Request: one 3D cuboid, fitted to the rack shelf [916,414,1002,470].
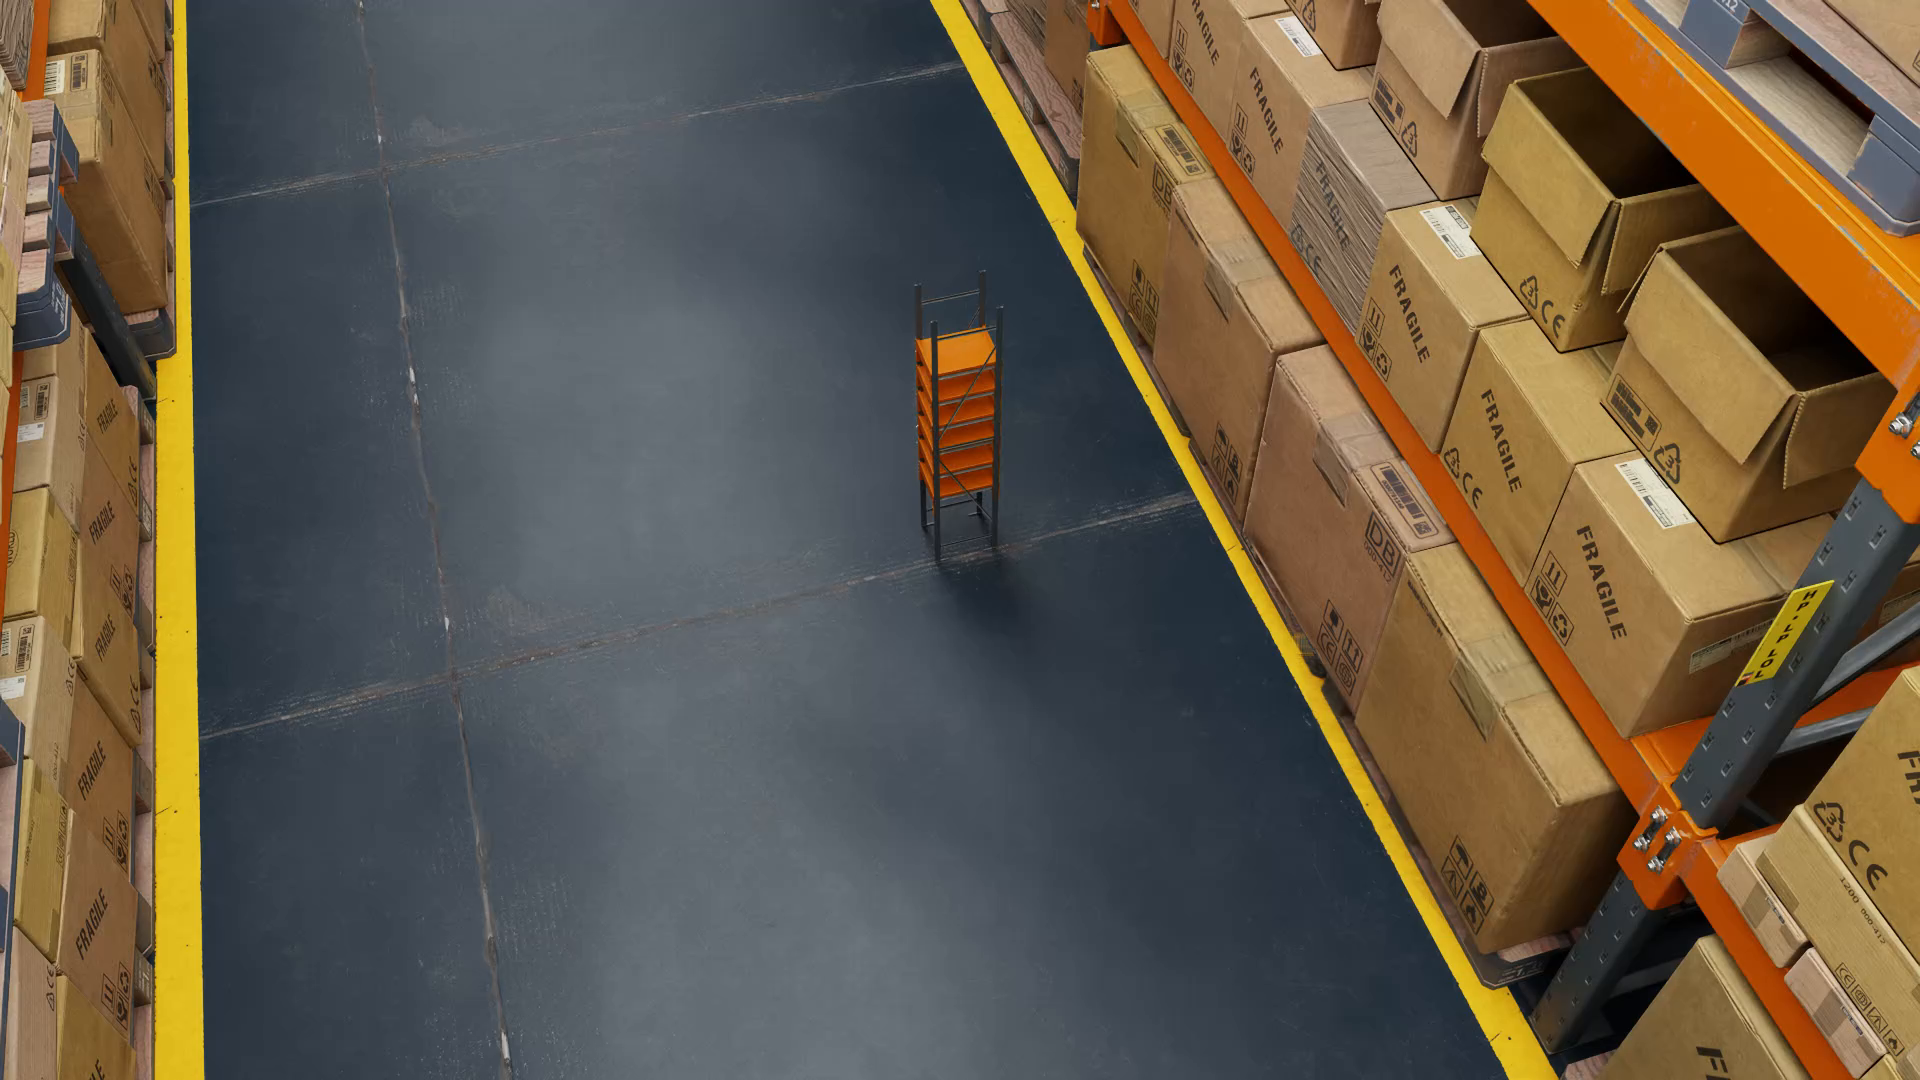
[{"bbox_3d":[-0.004,-0.369,5.834,0.258,0.103,0.180,-13,51,-11],"label":"rack shelf"}]

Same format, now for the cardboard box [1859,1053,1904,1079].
[{"bbox_3d":[2.135,1.170,3.466,0.380,0.149,0.250,-12,51,-10],"label":"cardboard box"}]

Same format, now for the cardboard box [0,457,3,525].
[{"bbox_3d":[-2.698,-0.122,4.281,0.380,0.149,0.250,-15,52,-13],"label":"cardboard box"}]

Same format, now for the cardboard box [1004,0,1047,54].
[{"bbox_3d":[0.633,-2.731,7.938,0.700,0.500,0.500,-17,52,-14],"label":"cardboard box"}]

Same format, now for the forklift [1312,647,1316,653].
[{"bbox_3d":[2.734,-0.579,4.821,3.031,2.935,1.130,4,50,3],"label":"forklift"}]

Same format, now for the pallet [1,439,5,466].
[{"bbox_3d":[-3.117,0.038,4.382,1.003,0.211,1.213,-13,51,-11],"label":"pallet"}]

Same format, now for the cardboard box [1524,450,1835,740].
[{"bbox_3d":[1.810,0.101,4.137,0.500,0.500,0.500,-13,51,-11],"label":"cardboard box"}]

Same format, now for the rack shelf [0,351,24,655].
[{"bbox_3d":[-3.150,0.232,4.563,1.077,0.370,4.000,-13,51,-11],"label":"rack shelf"}]

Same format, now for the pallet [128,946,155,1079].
[{"bbox_3d":[-2.790,1.792,4.602,1.003,0.211,1.213,-13,51,-11],"label":"pallet"}]

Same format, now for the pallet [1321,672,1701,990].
[{"bbox_3d":[1.909,0.766,5.466,1.003,0.211,1.213,-13,51,-11],"label":"pallet"}]

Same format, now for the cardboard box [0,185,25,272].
[{"bbox_3d":[-3.008,-0.889,4.927,0.380,0.149,0.250,-13,51,-10],"label":"cardboard box"}]

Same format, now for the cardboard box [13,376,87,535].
[{"bbox_3d":[-3.129,-0.225,5.348,0.500,0.250,0.500,-13,51,-10],"label":"cardboard box"}]

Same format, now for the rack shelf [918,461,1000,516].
[{"bbox_3d":[-0.004,-0.214,6.018,0.258,0.103,0.180,-13,51,-11],"label":"rack shelf"}]

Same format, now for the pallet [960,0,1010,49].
[{"bbox_3d":[0.440,-3.070,8.700,1.003,0.211,1.213,-13,51,-11],"label":"pallet"}]

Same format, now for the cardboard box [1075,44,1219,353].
[{"bbox_3d":[1.211,-1.450,6.625,1.225,0.875,0.875,-15,52,-13],"label":"cardboard box"}]

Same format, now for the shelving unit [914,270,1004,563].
[{"bbox_3d":[-0.004,-0.397,5.800,0.258,1.200,0.189,-13,51,-11],"label":"shelving unit"}]

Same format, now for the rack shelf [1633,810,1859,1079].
[{"bbox_3d":[2.801,2.106,2.983,1.077,0.370,4.000,-13,51,-11],"label":"rack shelf"}]

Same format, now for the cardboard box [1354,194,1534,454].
[{"bbox_3d":[1.509,-0.642,4.764,0.500,0.500,0.500,-14,51,-11],"label":"cardboard box"}]

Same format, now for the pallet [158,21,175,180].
[{"bbox_3d":[-4.260,-2.044,7.835,1.003,0.211,1.213,-13,51,-11],"label":"pallet"}]

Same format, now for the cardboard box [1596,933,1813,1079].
[{"bbox_3d":[2.328,1.463,4.170,0.875,0.875,0.875,-13,51,-11],"label":"cardboard box"}]

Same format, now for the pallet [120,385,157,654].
[{"bbox_3d":[-3.512,0.009,6.104,1.003,0.211,1.213,-13,51,-11],"label":"pallet"}]

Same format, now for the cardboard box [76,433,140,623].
[{"bbox_3d":[-3.147,0.011,5.639,0.500,0.500,0.500,-11,51,-10],"label":"cardboard box"}]

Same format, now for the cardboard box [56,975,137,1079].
[{"bbox_3d":[-2.524,1.532,4.357,0.500,0.500,0.500,-12,51,-10],"label":"cardboard box"}]

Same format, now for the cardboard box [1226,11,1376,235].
[{"bbox_3d":[1.220,-1.374,5.381,0.500,0.500,0.500,-14,51,-12],"label":"cardboard box"}]

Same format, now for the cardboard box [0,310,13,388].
[{"bbox_3d":[-2.857,-0.510,4.608,0.380,0.149,0.250,-15,52,-13],"label":"cardboard box"}]

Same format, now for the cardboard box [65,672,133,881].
[{"bbox_3d":[-2.850,0.766,5.003,0.500,0.500,0.500,-13,51,-10],"label":"cardboard box"}]

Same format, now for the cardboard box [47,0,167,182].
[{"bbox_3d":[-4.097,-1.974,7.149,1.050,0.750,0.750,-13,51,-10],"label":"cardboard box"}]

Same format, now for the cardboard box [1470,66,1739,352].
[{"bbox_3d":[1.821,-0.911,4.334,0.797,0.503,0.637,-13,51,-11],"label":"cardboard box"}]

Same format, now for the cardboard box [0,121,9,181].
[{"bbox_3d":[-3.080,-1.158,4.960,0.380,0.149,0.250,-12,51,-10],"label":"cardboard box"}]

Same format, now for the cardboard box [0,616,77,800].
[{"bbox_3d":[-2.831,0.528,4.712,0.500,0.250,0.500,-12,51,-10],"label":"cardboard box"}]

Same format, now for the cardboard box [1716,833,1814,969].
[{"bbox_3d":[1.979,0.786,3.790,0.380,0.149,0.250,-13,51,-11],"label":"cardboard box"}]

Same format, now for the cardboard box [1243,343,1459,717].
[{"bbox_3d":[1.736,-0.153,5.532,1.225,0.875,0.875,-15,51,-12],"label":"cardboard box"}]

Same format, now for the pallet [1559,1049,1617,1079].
[{"bbox_3d":[2.360,1.885,4.523,1.003,0.211,1.213,-13,51,-11],"label":"pallet"}]

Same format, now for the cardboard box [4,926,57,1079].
[{"bbox_3d":[-2.525,1.290,4.070,0.500,0.250,0.500,-15,52,-13],"label":"cardboard box"}]

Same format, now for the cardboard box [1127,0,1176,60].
[{"bbox_3d":[0.910,-2.124,6.013,0.500,0.500,0.500,-12,51,-10],"label":"cardboard box"}]

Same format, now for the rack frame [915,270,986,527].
[{"bbox_3d":[-0.031,-0.464,5.857,0.240,1.200,0.006,-13,51,-11],"label":"rack frame"}]

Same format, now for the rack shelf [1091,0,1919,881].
[{"bbox_3d":[1.618,-0.815,5.446,1.077,0.370,4.000,-13,51,-11],"label":"rack shelf"}]

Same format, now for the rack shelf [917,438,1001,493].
[{"bbox_3d":[-0.004,-0.291,5.926,0.258,0.103,0.180,-13,51,-11],"label":"rack shelf"}]

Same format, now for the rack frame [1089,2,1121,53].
[{"bbox_3d":[1.027,-2.508,6.402,1.000,3.000,0.127,-13,51,-11],"label":"rack frame"}]

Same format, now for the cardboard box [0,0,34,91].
[{"bbox_3d":[-3.616,-1.882,5.809,0.500,0.500,0.500,-13,51,-11],"label":"cardboard box"}]

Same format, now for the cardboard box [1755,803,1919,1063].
[{"bbox_3d":[2.098,0.768,3.544,0.500,0.250,0.500,-14,51,-12],"label":"cardboard box"}]

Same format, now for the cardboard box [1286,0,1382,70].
[{"bbox_3d":[1.417,-1.849,5.126,0.797,0.503,0.637,-12,51,-10],"label":"cardboard box"}]

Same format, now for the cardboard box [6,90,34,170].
[{"bbox_3d":[-3.156,-1.258,5.239,0.380,0.149,0.250,-13,51,-10],"label":"cardboard box"}]

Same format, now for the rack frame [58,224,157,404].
[{"bbox_3d":[-3.741,-1.460,5.519,1.000,3.000,0.127,-13,51,-11],"label":"rack frame"}]

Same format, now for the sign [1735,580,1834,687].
[{"bbox_3d":[1.694,0.195,3.418,0.100,0.325,0.005,-13,51,-11],"label":"sign"}]

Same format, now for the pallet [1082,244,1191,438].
[{"bbox_3d":[1.188,-1.016,6.969,1.003,0.211,1.213,-13,51,-11],"label":"pallet"}]
